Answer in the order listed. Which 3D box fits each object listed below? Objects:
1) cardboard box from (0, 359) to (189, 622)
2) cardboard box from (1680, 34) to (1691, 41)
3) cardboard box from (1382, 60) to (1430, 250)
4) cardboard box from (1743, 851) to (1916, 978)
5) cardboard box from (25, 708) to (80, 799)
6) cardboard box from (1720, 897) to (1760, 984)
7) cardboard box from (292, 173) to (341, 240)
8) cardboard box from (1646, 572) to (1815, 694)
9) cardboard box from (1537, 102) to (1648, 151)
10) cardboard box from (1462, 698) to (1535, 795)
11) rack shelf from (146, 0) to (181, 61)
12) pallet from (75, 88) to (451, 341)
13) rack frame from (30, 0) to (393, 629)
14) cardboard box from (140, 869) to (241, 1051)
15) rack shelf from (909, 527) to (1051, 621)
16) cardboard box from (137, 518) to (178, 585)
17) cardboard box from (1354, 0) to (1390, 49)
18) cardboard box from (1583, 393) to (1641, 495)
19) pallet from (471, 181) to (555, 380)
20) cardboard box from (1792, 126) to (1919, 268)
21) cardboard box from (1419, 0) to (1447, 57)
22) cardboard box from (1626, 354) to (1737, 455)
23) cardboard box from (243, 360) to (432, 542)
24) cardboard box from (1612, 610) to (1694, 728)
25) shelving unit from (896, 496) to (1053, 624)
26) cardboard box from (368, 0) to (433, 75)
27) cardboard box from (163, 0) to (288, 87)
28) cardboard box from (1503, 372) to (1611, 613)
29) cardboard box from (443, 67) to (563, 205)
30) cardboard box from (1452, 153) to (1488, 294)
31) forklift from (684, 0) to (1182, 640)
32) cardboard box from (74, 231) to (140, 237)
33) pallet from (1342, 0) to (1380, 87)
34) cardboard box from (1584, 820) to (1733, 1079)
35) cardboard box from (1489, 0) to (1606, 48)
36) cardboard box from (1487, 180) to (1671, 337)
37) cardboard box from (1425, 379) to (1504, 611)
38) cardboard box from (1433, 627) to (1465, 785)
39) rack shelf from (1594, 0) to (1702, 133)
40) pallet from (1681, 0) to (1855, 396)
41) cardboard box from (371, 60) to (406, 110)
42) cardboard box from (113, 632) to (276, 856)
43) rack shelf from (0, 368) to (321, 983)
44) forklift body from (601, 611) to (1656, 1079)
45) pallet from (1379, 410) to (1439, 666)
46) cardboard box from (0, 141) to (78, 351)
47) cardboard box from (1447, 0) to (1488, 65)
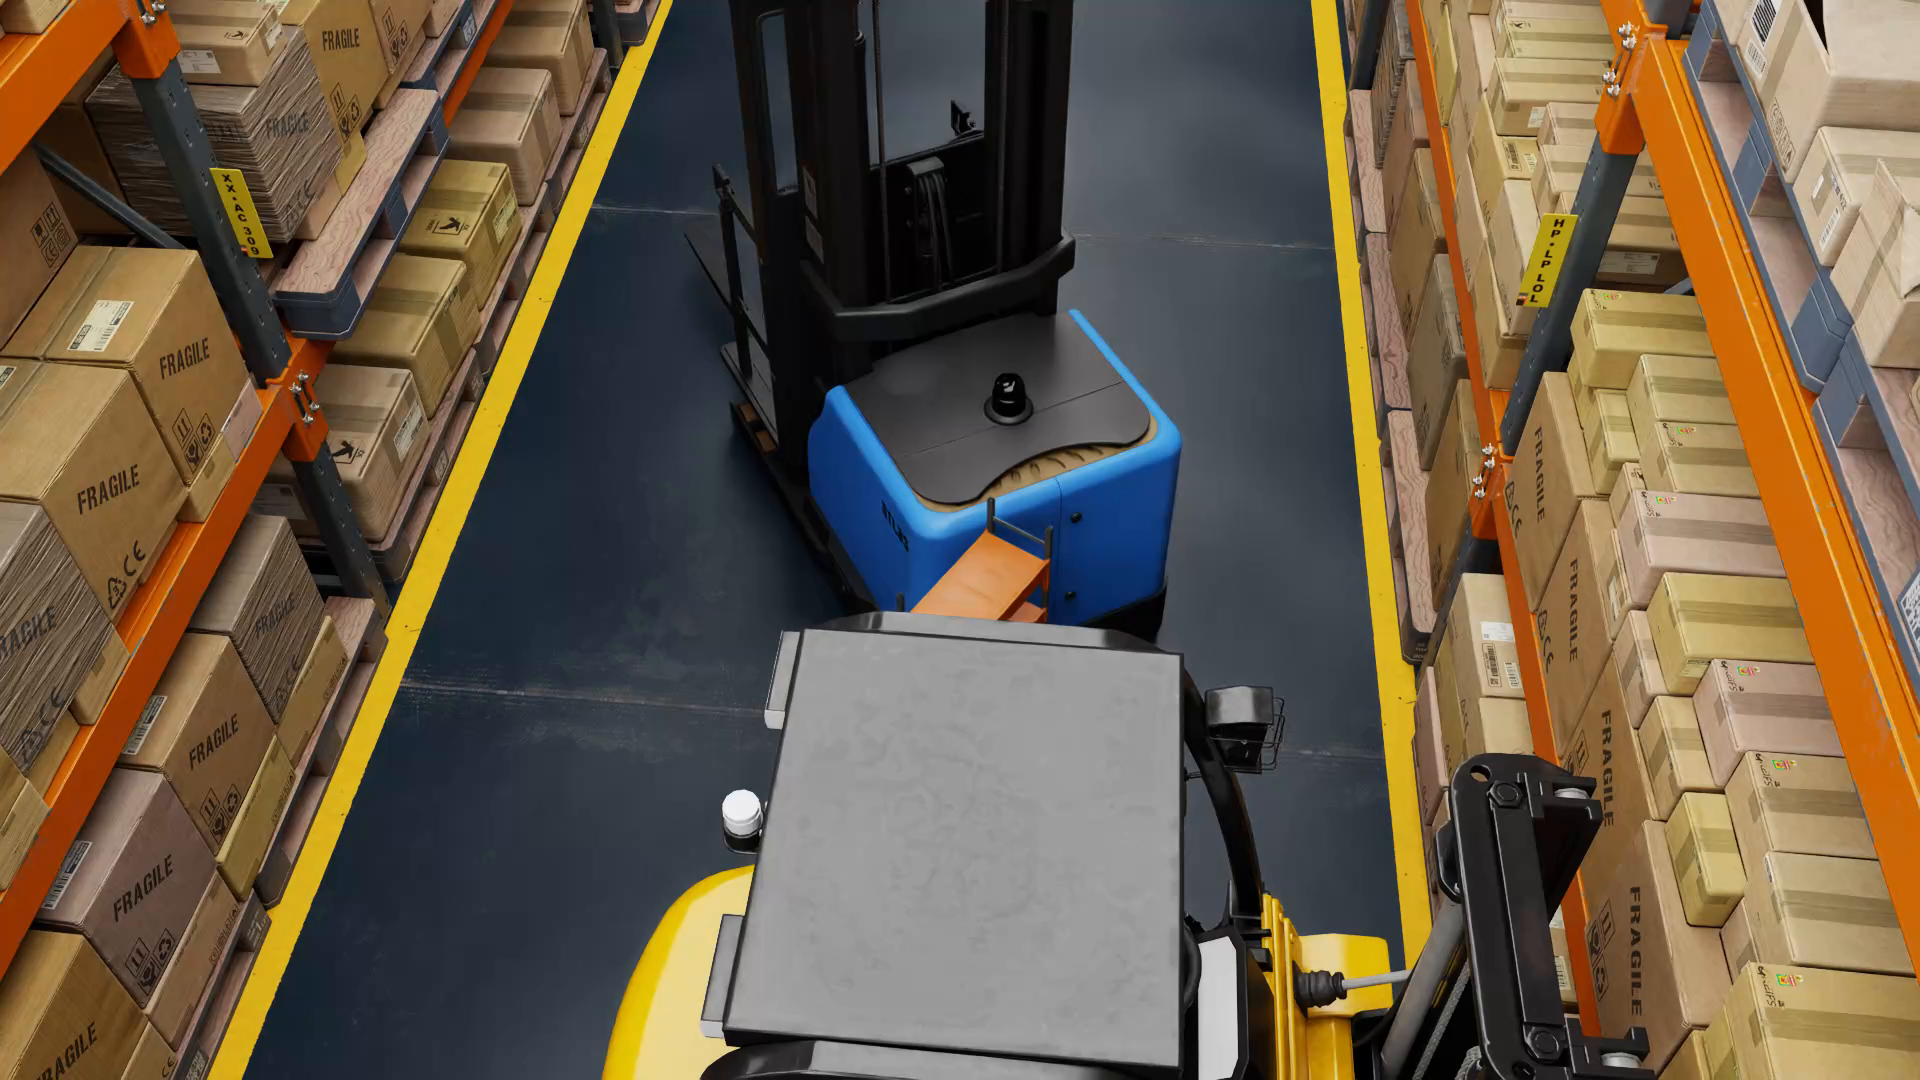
[{"bbox_3d":[-2.563,-0.143,4.605,0.500,0.500,0.500,5,48,5],"label":"cardboard box"},{"bbox_3d":[2.610,-1.644,5.739,0.380,0.149,0.250,4,48,3],"label":"cardboard box"},{"bbox_3d":[2.456,-1.741,7.660,0.875,0.625,0.625,5,48,5],"label":"cardboard box"},{"bbox_3d":[1.806,0.782,3.319,0.380,0.149,0.250,4,48,4],"label":"cardboard box"},{"bbox_3d":[-2.598,0.543,4.416,0.380,0.149,0.250,3,48,3],"label":"cardboard box"},{"bbox_3d":[1.807,0.892,3.420,0.380,0.149,0.250,4,48,3],"label":"cardboard box"},{"bbox_3d":[-2.365,-1.173,5.701,0.380,0.149,0.250,5,48,4],"label":"cardboard box"},{"bbox_3d":[1.818,0.222,3.831,0.380,0.149,0.250,3,48,3],"label":"cardboard box"},{"bbox_3d":[2.104,-1.286,5.412,0.380,0.149,0.250,4,48,3],"label":"cardboard box"},{"bbox_3d":[1.800,0.758,4.951,0.500,0.250,0.500,4,48,4],"label":"cardboard box"},{"bbox_3d":[-2.548,-2.970,5.914,1.077,0.370,4.000,4,48,4],"label":"rack shelf"},{"bbox_3d":[-2.515,-1.218,5.987,1.003,0.211,1.213,4,48,4],"label":"pallet"},{"bbox_3d":[-2.730,-0.731,5.412,1.000,3.000,0.127,4,48,4],"label":"rack frame"},{"bbox_3d":[-2.606,1.273,5.157,0.500,0.250,0.500,5,48,4],"label":"cardboard box"},{"bbox_3d":[0.050,0.203,5.244,0.258,0.148,0.480,27,53,23],"label":"rack shelf"},{"bbox_3d":[-2.573,-0.019,4.931,0.380,0.149,0.250,4,48,4],"label":"cardboard box"},{"bbox_3d":[2.403,-2.962,8.862,0.500,0.500,0.500,5,48,5],"label":"cardboard box"},{"bbox_3d":[1.900,-0.246,4.460,0.380,0.149,0.250,5,48,4],"label":"cardboard box"},{"bbox_3d":[-2.552,-1.261,7.786,1.003,0.211,1.213,4,48,4],"label":"pallet"},{"bbox_3d":[1.800,-0.629,3.103,0.380,0.149,0.250,5,48,5],"label":"cardboard box"},{"bbox_3d":[2.204,-2.231,6.885,0.500,0.250,0.500,2,48,2],"label":"cardboard box"},{"bbox_3d":[1.973,-0.339,4.344,0.380,0.149,0.250,5,48,4],"label":"cardboard box"},{"bbox_3d":[-2.684,-0.371,6.579,0.950,0.372,0.625,4,48,4],"label":"cardboard box"},{"bbox_3d":[1.783,0.317,3.946,0.380,0.149,0.250,3,48,3],"label":"cardboard box"},{"bbox_3d":[0.050,0.468,5.534,0.258,1.200,0.503,27,53,23],"label":"shelving unit"},{"bbox_3d":[-2.298,-2.062,6.076,0.500,0.500,0.500,4,48,3],"label":"cardboard box"},{"bbox_3d":[-2.335,-1.548,5.165,0.380,0.149,0.250,4,48,3],"label":"cardboard box"},{"bbox_3d":[1.913,-0.125,4.790,0.500,0.500,0.500,3,48,2],"label":"cardboard box"},{"bbox_3d":[-2.486,-1.968,8.039,0.950,0.372,0.625,3,48,3],"label":"cardboard box"},{"bbox_3d":[2.039,-1.107,5.857,0.500,0.250,0.500,4,48,3],"label":"cardboard box"},{"bbox_3d":[-0.329,-1.431,6.098,1.130,2.935,3.031,-20,51,-17],"label":"forklift"},{"bbox_3d":[-2.958,-1.184,5.712,0.380,0.149,0.250,4,48,4],"label":"cardboard box"},{"bbox_3d":[2.684,-2.944,9.326,1.003,0.211,1.213,4,48,4],"label":"pallet"},{"bbox_3d":[1.770,0.999,3.762,0.500,0.500,0.500,4,48,4],"label":"cardboard box"},{"bbox_3d":[2.111,-1.859,5.936,0.380,0.149,0.250,4,48,4],"label":"cardboard box"},{"bbox_3d":[2.004,-0.896,5.325,0.500,0.250,0.500,3,48,3],"label":"cardboard box"},{"bbox_3d":[2.250,-0.124,6.181,0.875,0.625,0.625,6,48,5],"label":"cardboard box"},{"bbox_3d":[1.862,0.552,5.478,0.500,0.250,0.500,4,48,3],"label":"cardboard box"},{"bbox_3d":[2.396,-2.639,5.612,1.077,0.370,4.000,4,48,4],"label":"rack shelf"},{"bbox_3d":[2.162,-0.754,3.460,1.003,0.211,1.213,4,48,4],"label":"pallet"},{"bbox_3d":[-2.318,-1.755,6.234,0.380,0.149,0.250,5,48,4],"label":"cardboard box"},{"bbox_3d":[-2.561,0.629,5.238,0.500,0.500,0.500,5,48,4],"label":"cardboard box"},{"bbox_3d":[-2.912,0.982,4.333,1.077,0.370,4.000,4,48,4],"label":"rack shelf"},{"bbox_3d":[0.205,1.310,4.120,2.313,2.155,1.214,4,48,4],"label":"forklift body"},{"bbox_3d":[2.242,-0.003,6.635,1.003,0.211,1.213,4,48,4],"label":"pallet"},{"bbox_3d":[-2.986,-0.894,4.614,0.700,0.500,0.500,3,48,3],"label":"cardboard box"},{"bbox_3d":[2.161,-2.019,6.353,0.500,0.250,0.500,4,48,4],"label":"cardboard box"}]
